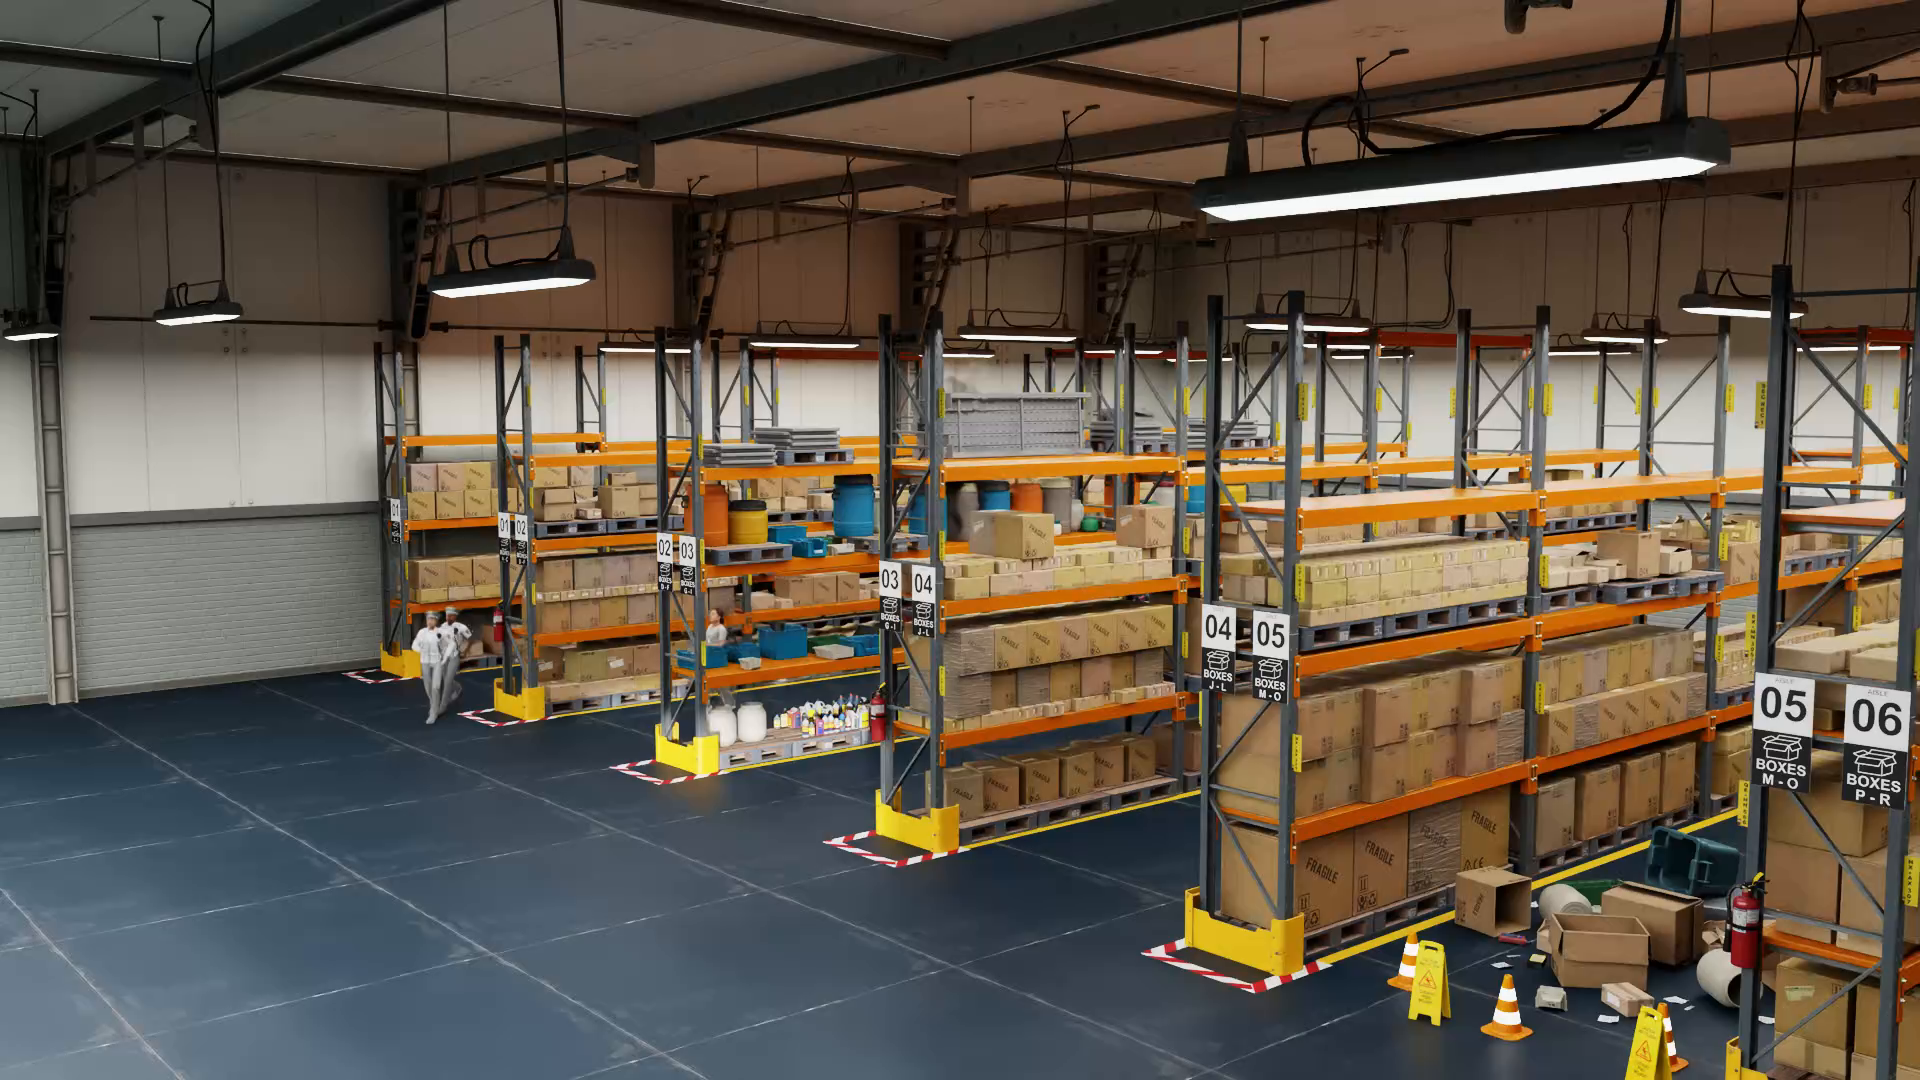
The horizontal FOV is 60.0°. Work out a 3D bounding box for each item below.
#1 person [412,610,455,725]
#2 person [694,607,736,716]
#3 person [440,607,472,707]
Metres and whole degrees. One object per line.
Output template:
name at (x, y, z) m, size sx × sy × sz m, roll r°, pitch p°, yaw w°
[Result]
person at (-8.228, 1.947, 25.901) m, size 0.620 × 1.721 × 0.825 m, roll 0°, pitch 5°, yaw 3°
person at (-3.706, 1.862, 25.094) m, size 0.531 × 1.716 × 0.730 m, roll 4°, pitch 7°, yaw 38°
person at (-8.159, 1.854, 26.761) m, size 0.568 × 1.596 × 0.757 m, roll 1°, pitch 5°, yaw 11°
